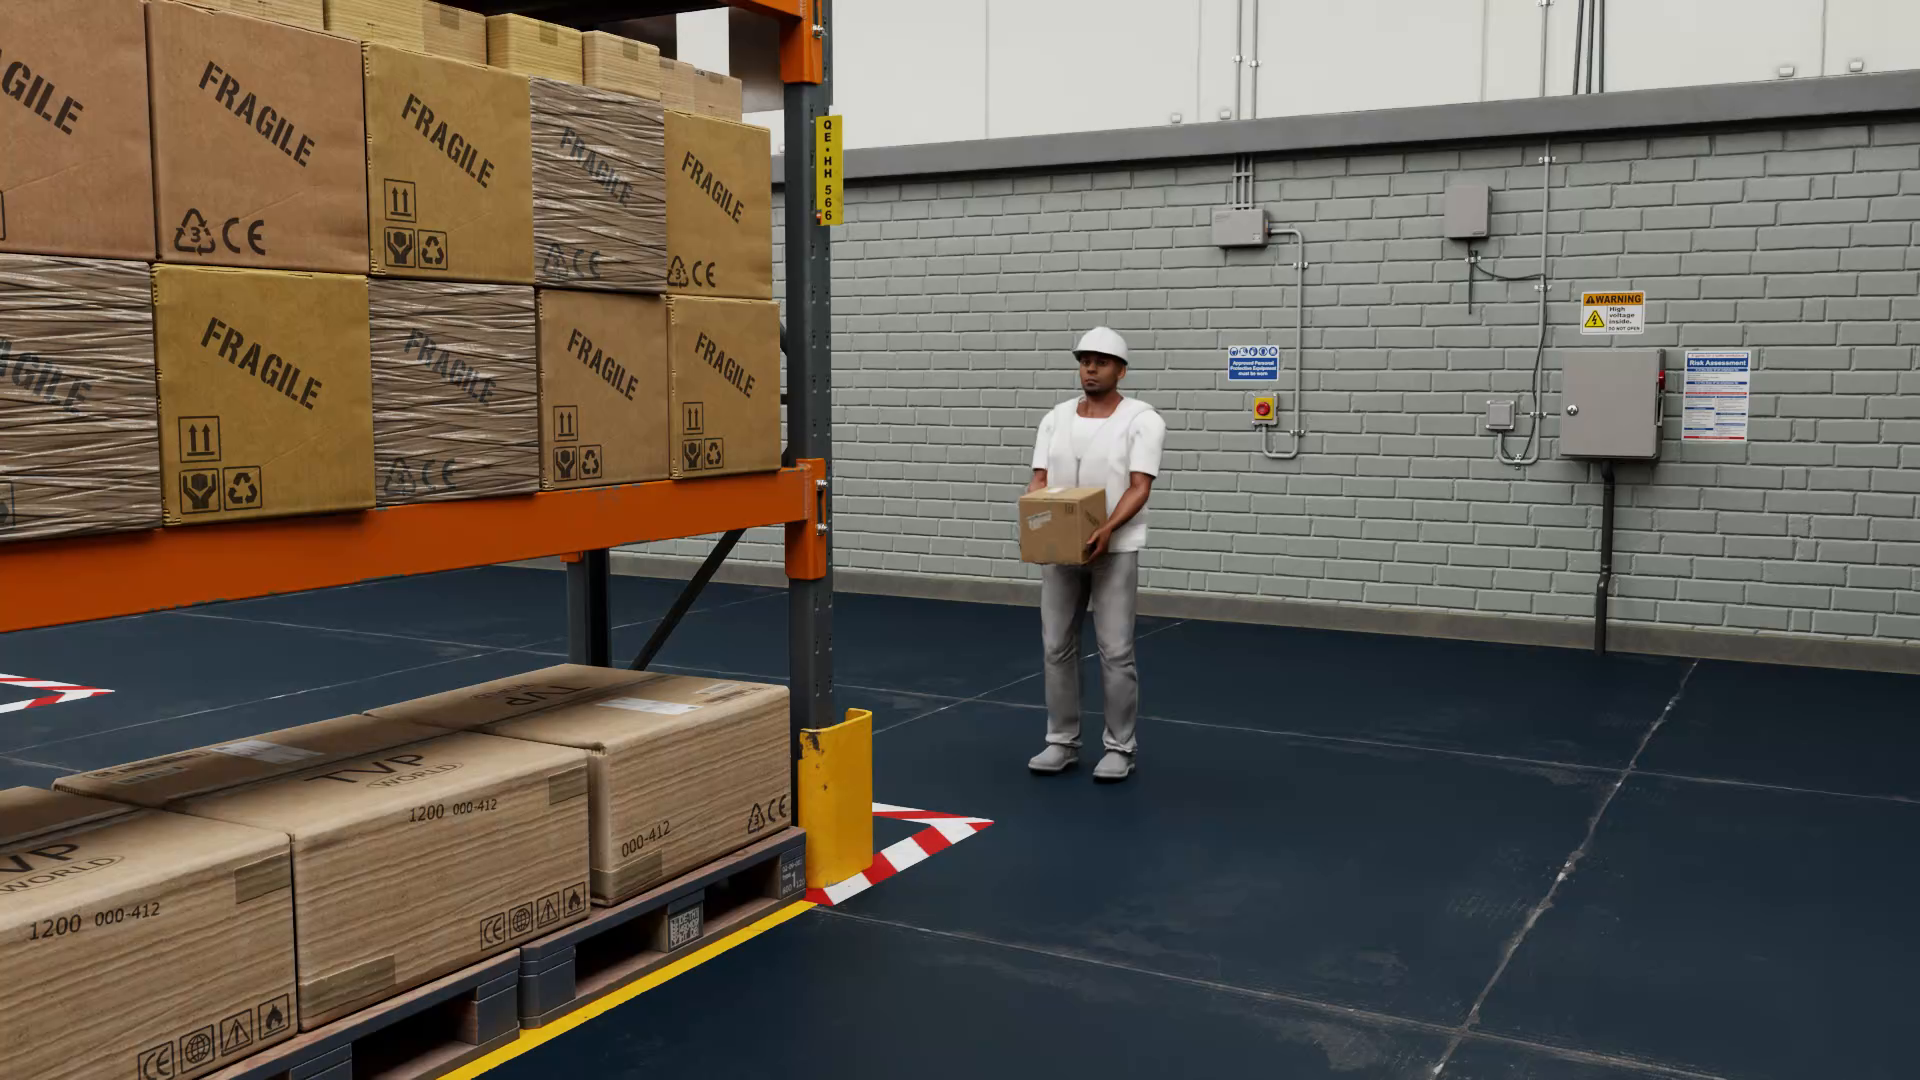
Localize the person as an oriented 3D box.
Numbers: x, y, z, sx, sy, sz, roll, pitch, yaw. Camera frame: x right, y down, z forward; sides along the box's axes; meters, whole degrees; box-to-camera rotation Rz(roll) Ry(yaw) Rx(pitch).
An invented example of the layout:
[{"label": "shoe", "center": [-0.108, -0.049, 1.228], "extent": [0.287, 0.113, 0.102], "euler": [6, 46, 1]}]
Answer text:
[{"label": "person", "center": [0.487, 0.053, 6.501], "extent": [0.528, 1.769, 0.567], "euler": [3, 7, 28]}]
